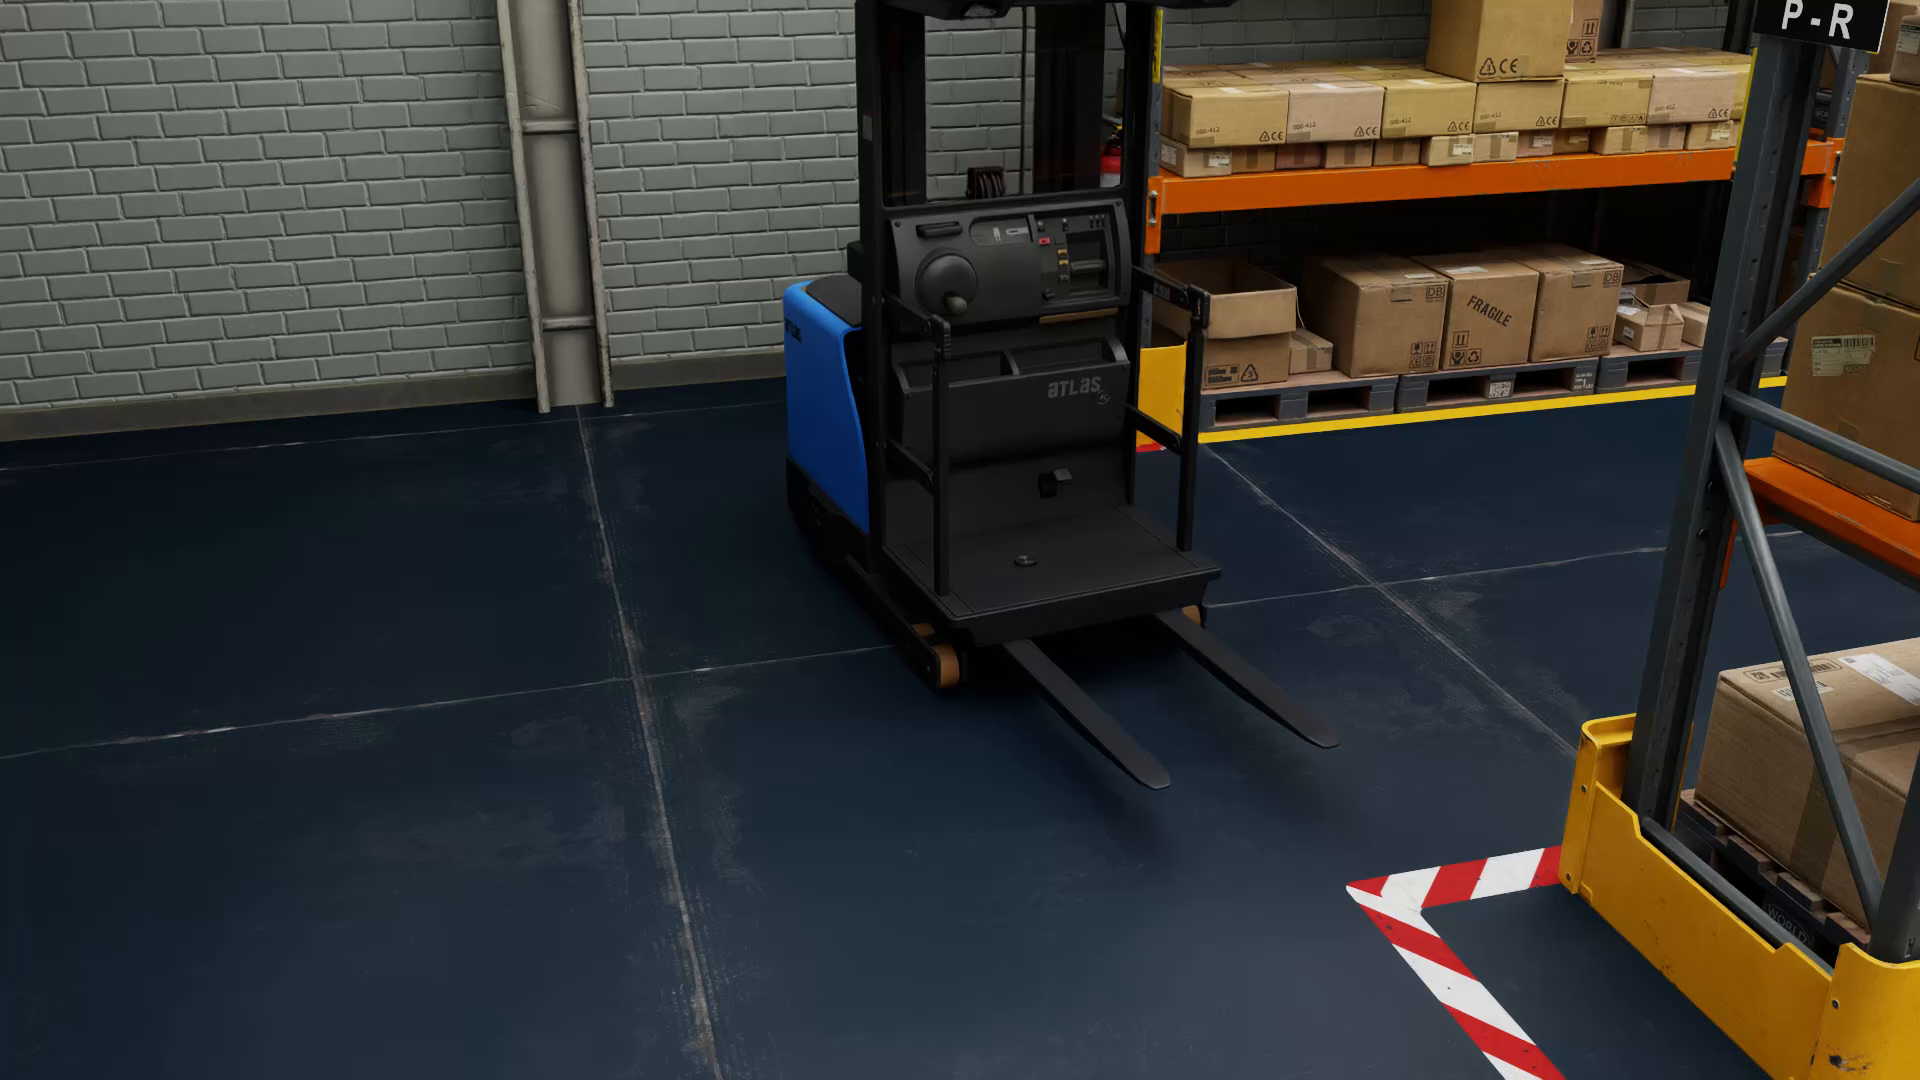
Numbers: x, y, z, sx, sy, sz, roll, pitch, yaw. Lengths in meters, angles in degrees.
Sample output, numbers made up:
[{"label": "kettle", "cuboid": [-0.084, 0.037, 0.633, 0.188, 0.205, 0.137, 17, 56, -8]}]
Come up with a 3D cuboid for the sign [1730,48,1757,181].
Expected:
[{"label": "sign", "cuboid": [1.966, -1.041, 4.104, 0.005, 0.325, 0.100, -6, 24, -14]}]

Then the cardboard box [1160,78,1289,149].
[{"label": "cardboard box", "cuboid": [1.264, -2.091, 8.132, 0.500, 0.250, 0.500, -6, 24, -14]}]

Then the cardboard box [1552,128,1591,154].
[{"label": "cardboard box", "cuboid": [3.102, -2.145, 8.762, 0.250, 0.149, 0.380, -6, 24, -14]}]

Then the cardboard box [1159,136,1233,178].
[{"label": "cardboard box", "cuboid": [1.145, -1.893, 8.175, 0.250, 0.149, 0.380, -6, 24, -15]}]

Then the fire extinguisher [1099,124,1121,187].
[{"label": "fire extinguisher", "cuboid": [0.738, -1.679, 7.930, 0.183, 0.674, 0.296, -6, 24, -14]}]

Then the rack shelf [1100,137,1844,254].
[{"label": "rack shelf", "cuboid": [2.680, -1.960, 8.925, 4.000, 0.370, 1.077, -6, 24, -14]}]

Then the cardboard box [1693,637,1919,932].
[{"label": "cardboard box", "cuboid": [2.708, 0.683, 4.571, 0.875, 0.438, 0.875, -7, 24, -16]}]

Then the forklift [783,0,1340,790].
[{"label": "forklift", "cuboid": [0.281, -0.999, 5.862, 1.130, 2.935, 3.031, -10, 25, -21]}]

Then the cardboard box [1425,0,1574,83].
[{"label": "cardboard box", "cuboid": [2.708, -2.595, 8.357, 0.500, 0.500, 0.500, -6, 24, -13]}]

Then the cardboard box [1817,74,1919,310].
[{"label": "cardboard box", "cuboid": [2.499, -0.840, 4.009, 0.500, 0.500, 0.500, -6, 24, -13]}]

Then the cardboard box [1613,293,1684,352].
[{"label": "cardboard box", "cuboid": [3.805, -1.231, 9.249, 0.258, 0.266, 0.396, -5, 24, -12]}]

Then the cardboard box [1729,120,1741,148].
[{"label": "cardboard box", "cuboid": [4.122, -2.222, 8.943, 0.250, 0.149, 0.380, -6, 24, -13]}]

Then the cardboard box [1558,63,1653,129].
[{"label": "cardboard box", "cuboid": [3.219, -2.317, 8.659, 0.500, 0.250, 0.500, -6, 24, -15]}]

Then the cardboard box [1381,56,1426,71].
[{"label": "cardboard box", "cuboid": [2.604, -2.456, 8.982, 0.500, 0.250, 0.500, -6, 24, -14]}]

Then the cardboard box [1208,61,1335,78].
[{"label": "cardboard box", "cuboid": [1.623, -2.349, 8.734, 0.500, 0.250, 0.500, -6, 24, -14]}]

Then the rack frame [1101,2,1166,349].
[{"label": "rack frame", "cuboid": [0.755, -2.077, 8.287, 0.127, 3.000, 1.000, -6, 24, -14]}]

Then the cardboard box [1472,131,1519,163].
[{"label": "cardboard box", "cuboid": [2.647, -2.047, 8.534, 0.250, 0.149, 0.380, -6, 24, -13]}]

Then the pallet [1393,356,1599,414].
[{"label": "pallet", "cuboid": [2.768, -1.017, 9.354, 1.213, 0.211, 1.003, -6, 24, -14]}]

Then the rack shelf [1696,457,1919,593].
[{"label": "rack shelf", "cuboid": [4.025, -0.075, 4.534, 4.000, 0.370, 1.077, -6, 24, -14]}]

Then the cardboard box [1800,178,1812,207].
[{"label": "cardboard box", "cuboid": [5.007, -1.942, 9.411, 0.250, 0.149, 0.380, -7, 24, -15]}]

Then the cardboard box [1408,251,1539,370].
[{"label": "cardboard box", "cuboid": [2.739, -1.245, 8.985, 0.500, 0.500, 0.500, -6, 24, -13]}]

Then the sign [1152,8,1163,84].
[{"label": "sign", "cuboid": [0.901, -2.269, 7.636, 0.005, 0.325, 0.100, -6, 24, -14]}]

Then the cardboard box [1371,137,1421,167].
[{"label": "cardboard box", "cuboid": [2.135, -2.012, 8.455, 0.250, 0.149, 0.380, -6, 24, -14]}]

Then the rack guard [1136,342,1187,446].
[{"label": "rack guard", "cuboid": [0.828, -0.937, 8.799, 0.348, 0.500, 1.175, -6, 24, -14]}]

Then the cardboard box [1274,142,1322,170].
[{"label": "cardboard box", "cuboid": [1.621, -1.978, 8.375, 0.250, 0.149, 0.380, -7, 24, -15]}]

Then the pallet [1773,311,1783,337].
[{"label": "pallet", "cuboid": [5.379, -1.323, 10.065, 1.213, 0.211, 1.003, -6, 24, -14]}]

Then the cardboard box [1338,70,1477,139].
[{"label": "cardboard box", "cuboid": [2.237, -2.200, 8.386, 0.500, 0.250, 0.500, -7, 24, -15]}]

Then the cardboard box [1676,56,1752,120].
[{"label": "cardboard box", "cuboid": [4.182, -2.424, 8.909, 0.500, 0.250, 0.500, -6, 24, -13]}]

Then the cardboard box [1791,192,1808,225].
[{"label": "cardboard box", "cuboid": [4.882, -1.994, 9.908, 0.250, 0.149, 0.380, -7, 24, -16]}]

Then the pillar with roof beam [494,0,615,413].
[{"label": "pillar with roof beam", "cuboid": [-0.922, -3.255, 3.423, 0.400, 9.000, 9.100, -6, 24, -14]}]

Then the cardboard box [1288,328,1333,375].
[{"label": "cardboard box", "cuboid": [1.789, -1.020, 8.905, 0.250, 0.149, 0.380, -7, 24, -16]}]

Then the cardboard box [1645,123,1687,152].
[{"label": "cardboard box", "cuboid": [3.619, -2.167, 8.816, 0.250, 0.149, 0.380, -6, 24, -13]}]

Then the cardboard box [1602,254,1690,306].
[{"label": "cardboard box", "cuboid": [3.906, -1.480, 9.772, 0.500, 0.311, 0.500, -5, 24, -12]}]

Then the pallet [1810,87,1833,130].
[{"label": "pallet", "cuboid": [5.405, -2.459, 9.419, 1.213, 0.211, 1.003, -6, 24, -14]}]

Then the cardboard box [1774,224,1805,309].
[{"label": "cardboard box", "cuboid": [4.999, -1.712, 10.073, 0.500, 0.500, 0.500, -6, 24, -15]}]

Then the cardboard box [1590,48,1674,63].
[{"label": "cardboard box", "cuboid": [3.575, -2.565, 9.236, 0.500, 0.250, 0.500, -7, 24, -15]}]
